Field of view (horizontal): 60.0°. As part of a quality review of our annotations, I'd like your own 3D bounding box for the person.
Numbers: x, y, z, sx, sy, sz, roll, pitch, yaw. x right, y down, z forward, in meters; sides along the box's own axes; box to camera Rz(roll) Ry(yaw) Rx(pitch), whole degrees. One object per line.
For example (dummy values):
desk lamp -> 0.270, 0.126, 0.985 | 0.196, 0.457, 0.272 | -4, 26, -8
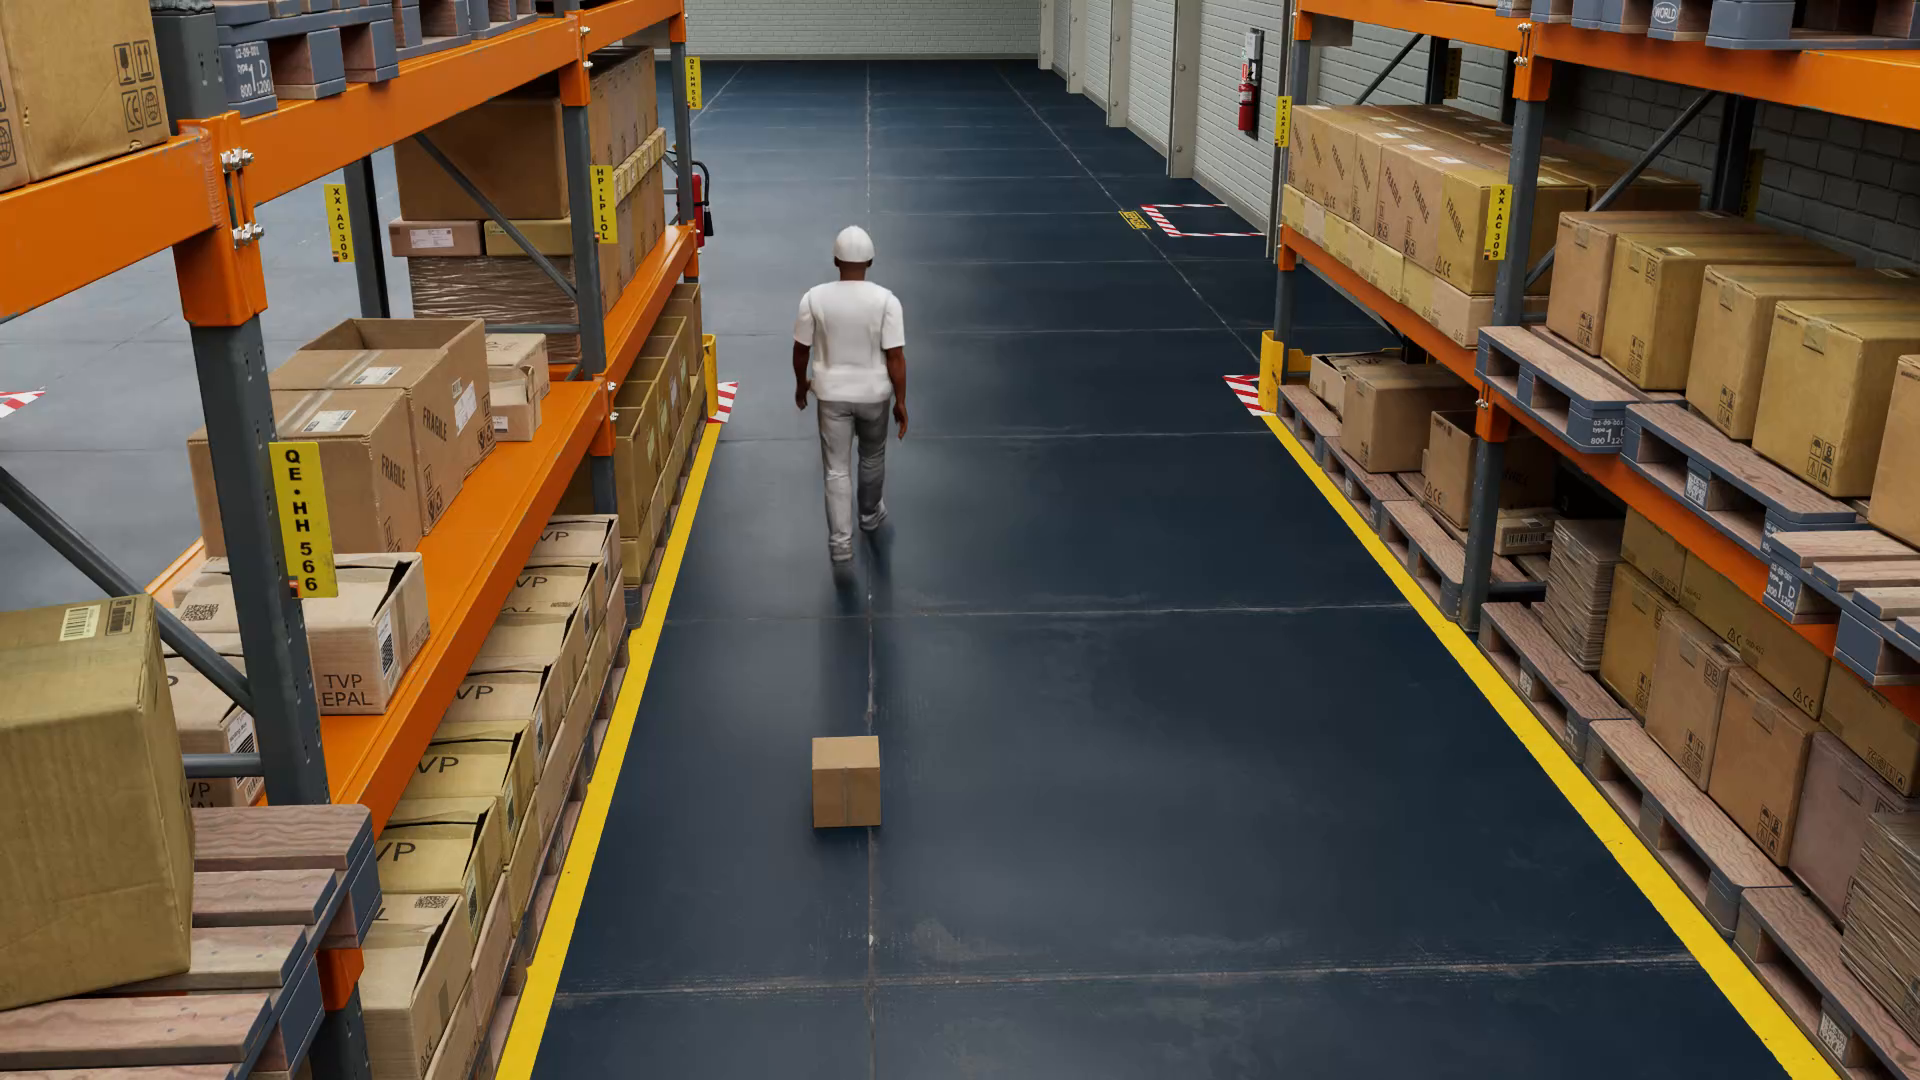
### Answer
person -> -0.570, -0.777, 8.655 | 0.595, 1.725, 1.026 | -1, 20, -2
